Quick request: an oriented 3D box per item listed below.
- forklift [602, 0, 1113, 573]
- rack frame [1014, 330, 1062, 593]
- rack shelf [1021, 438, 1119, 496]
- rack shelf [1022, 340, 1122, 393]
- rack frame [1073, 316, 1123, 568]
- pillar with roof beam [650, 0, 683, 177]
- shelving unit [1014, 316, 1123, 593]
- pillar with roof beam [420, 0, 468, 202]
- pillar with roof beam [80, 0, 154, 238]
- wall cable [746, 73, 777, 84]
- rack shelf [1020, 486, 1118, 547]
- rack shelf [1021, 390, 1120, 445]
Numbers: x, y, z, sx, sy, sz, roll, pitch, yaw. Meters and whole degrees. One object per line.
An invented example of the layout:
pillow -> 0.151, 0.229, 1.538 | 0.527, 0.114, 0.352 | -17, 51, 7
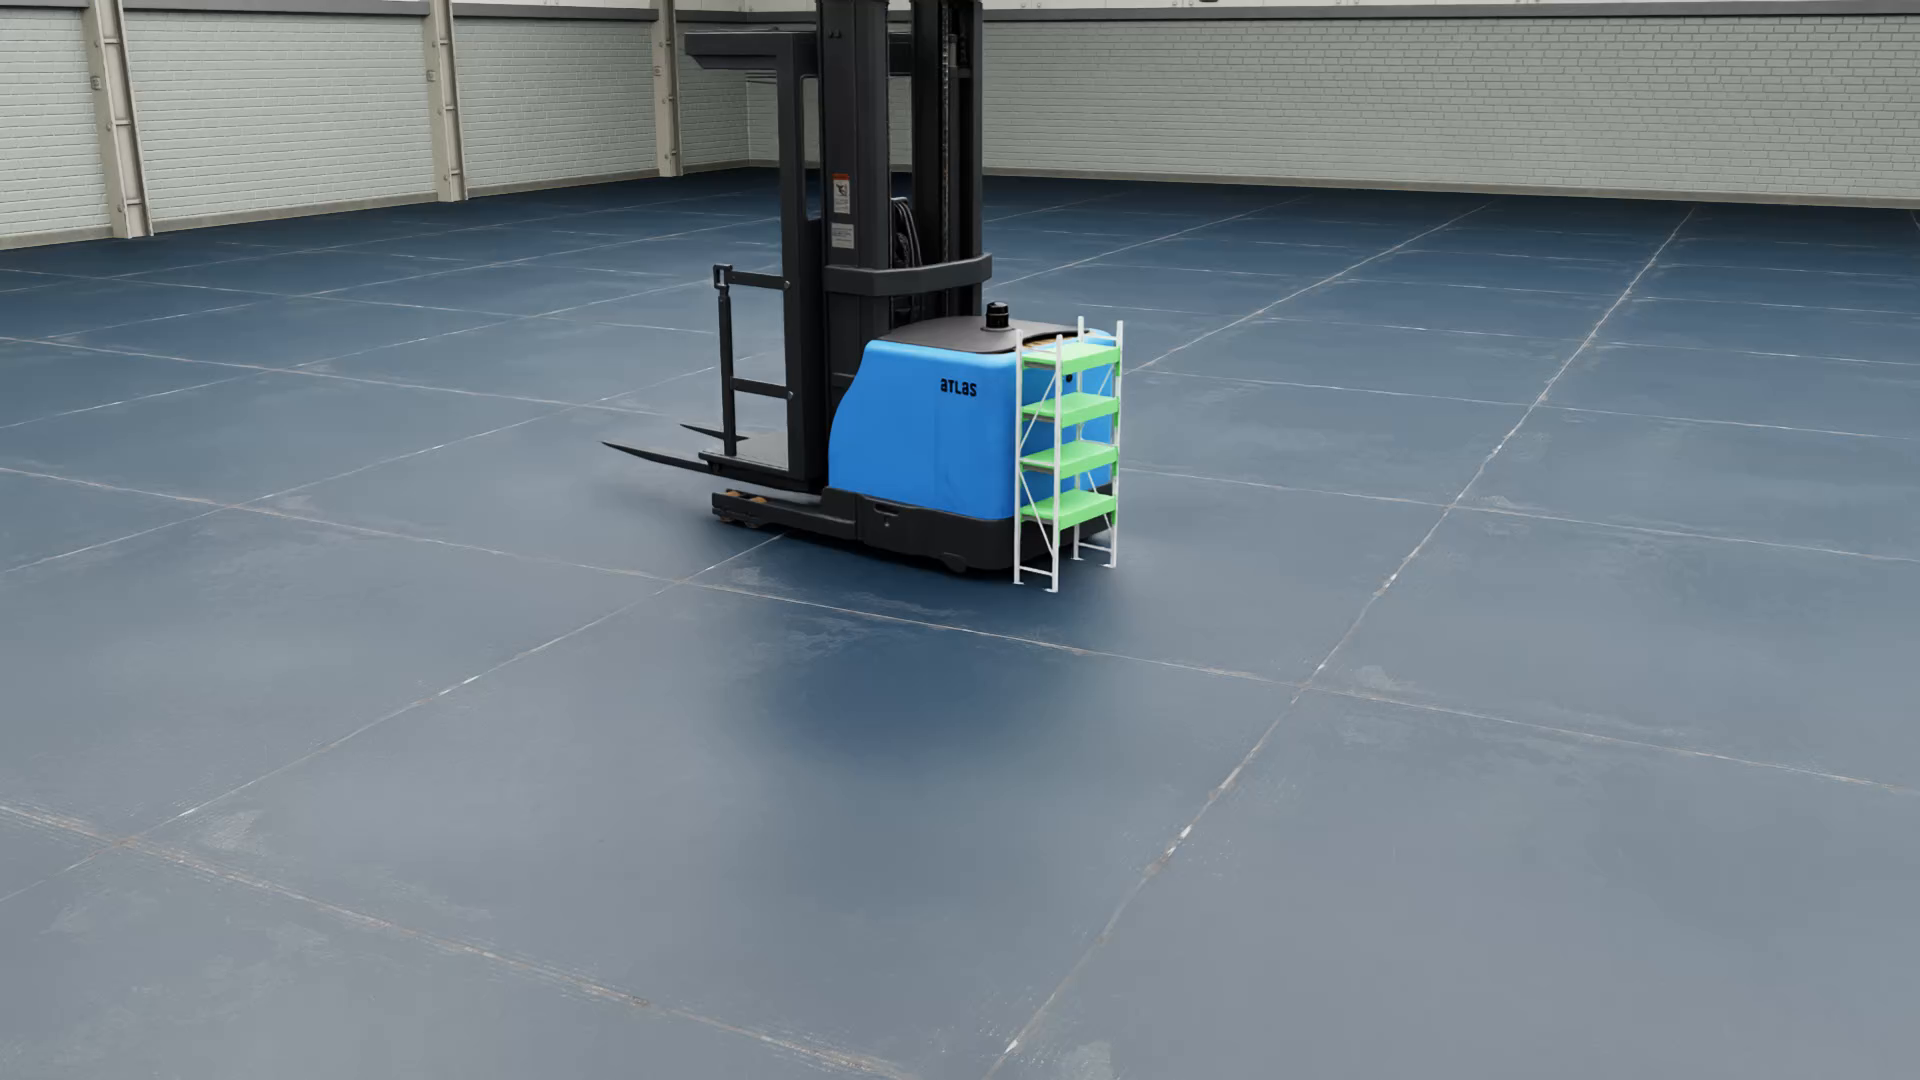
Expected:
forklift -> -0.692, -1.568, 8.655 | 3.031, 2.935, 1.130 | 13, 21, 37
rack frame -> 0.354, -0.352, 7.601 | 0.240, 1.200, 0.015 | 13, 21, 37
rack shelf -> 0.506, -0.345, 7.802 | 0.258, 0.148, 0.480 | 13, 21, 37
rack shelf -> 0.506, -0.805, 7.665 | 0.258, 0.148, 0.480 | 13, 21, 37
rack frame -> 0.658, -0.460, 7.967 | 0.240, 1.200, 0.015 | 13, 21, 37
pillar with roof beam -> -1.789, -10.864, 29.297 | 9.100, 9.000, 0.400 | 8, 18, 25
shelving unit -> 0.506, -0.406, 7.784 | 0.258, 1.200, 0.503 | 13, 21, 37
pillar with roof beam -> -4.470, -9.336, 24.151 | 9.100, 9.000, 0.400 | 8, 18, 25
pillar with roof beam -> -7.151, -7.807, 19.006 | 9.100, 9.000, 0.400 | 8, 18, 25
wall cable -> -3.141, -10.505, 33.543 | 3.097, 2.526, 0.112 | 8, 18, 25
rack shelf -> 0.506, -0.115, 7.871 | 0.258, 0.148, 0.480 | 13, 21, 37
rack shelf -> 0.506, -0.575, 7.734 | 0.258, 0.148, 0.480 | 13, 21, 37
